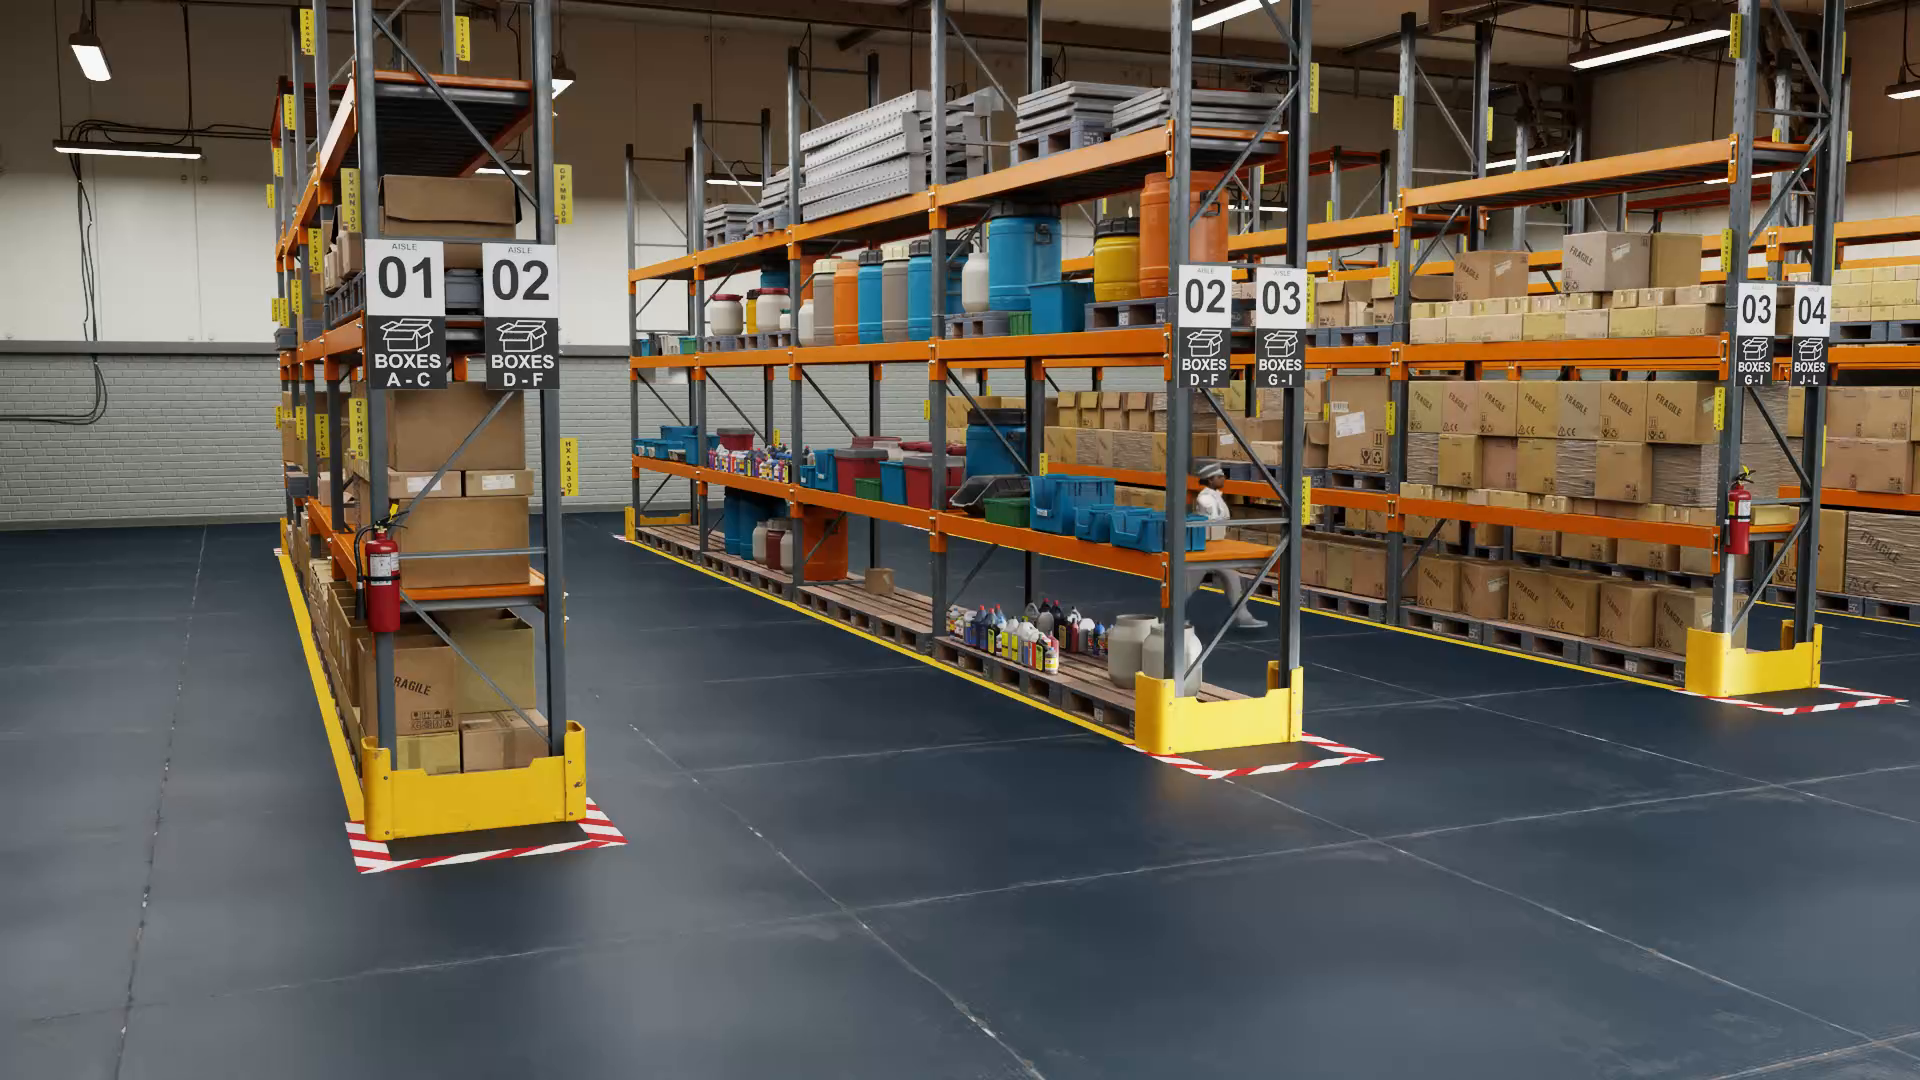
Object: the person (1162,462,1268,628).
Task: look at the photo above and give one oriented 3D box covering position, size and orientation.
[{"bbox_3d":[2.494,0.049,16.227,1.031,1.625,0.440,3,6,28],"label":"person"}]
